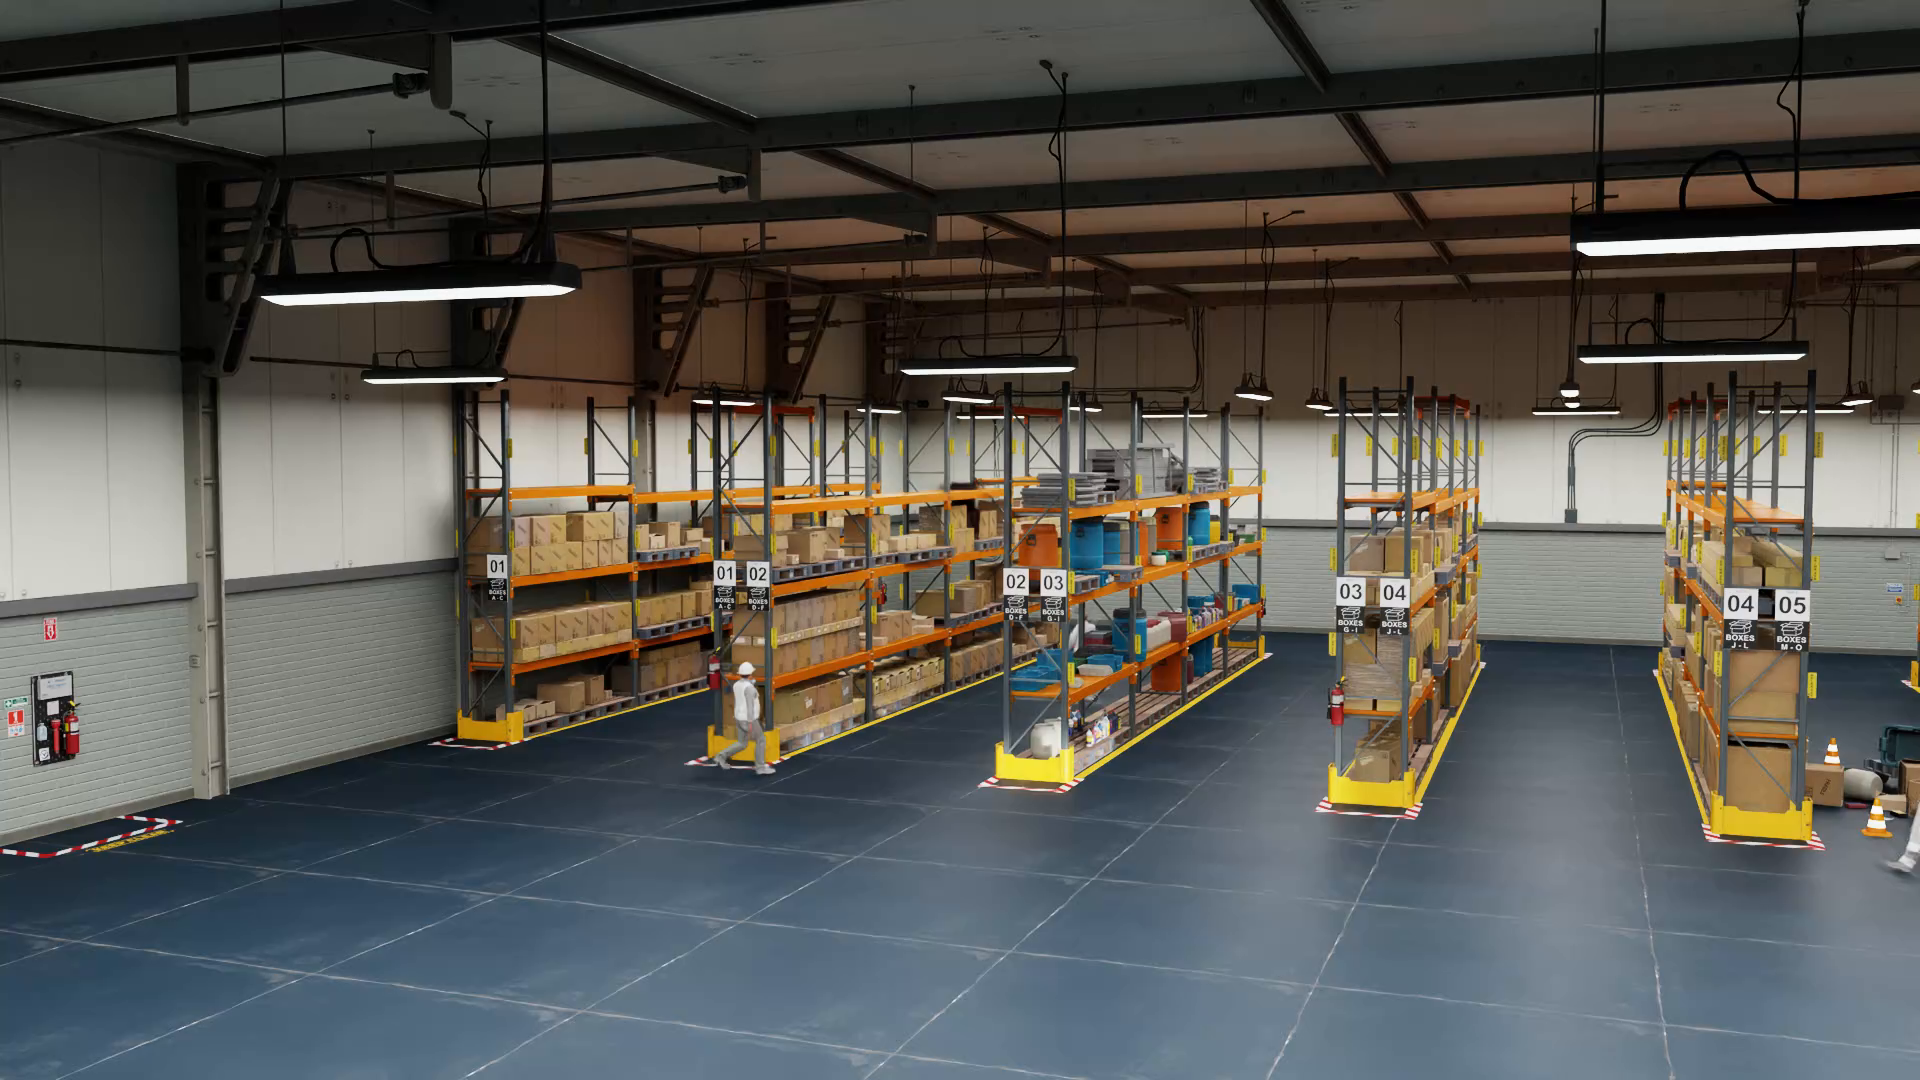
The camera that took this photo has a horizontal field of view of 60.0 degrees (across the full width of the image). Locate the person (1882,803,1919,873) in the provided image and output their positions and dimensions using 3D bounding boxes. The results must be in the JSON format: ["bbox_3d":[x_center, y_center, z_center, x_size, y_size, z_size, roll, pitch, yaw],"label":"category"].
[{"bbox_3d":[11.456,3.056,19.442,1.063,1.753,0.494,0,3,-1],"label":"person"}]

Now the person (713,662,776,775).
[{"bbox_3d":[-3.288,2.722,25.391,0.926,1.733,0.550,-1,3,-21],"label":"person"}]

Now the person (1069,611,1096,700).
[{"bbox_3d":[2.400,2.290,32.767,0.670,1.807,0.832,-3,4,-44],"label":"person"}]
